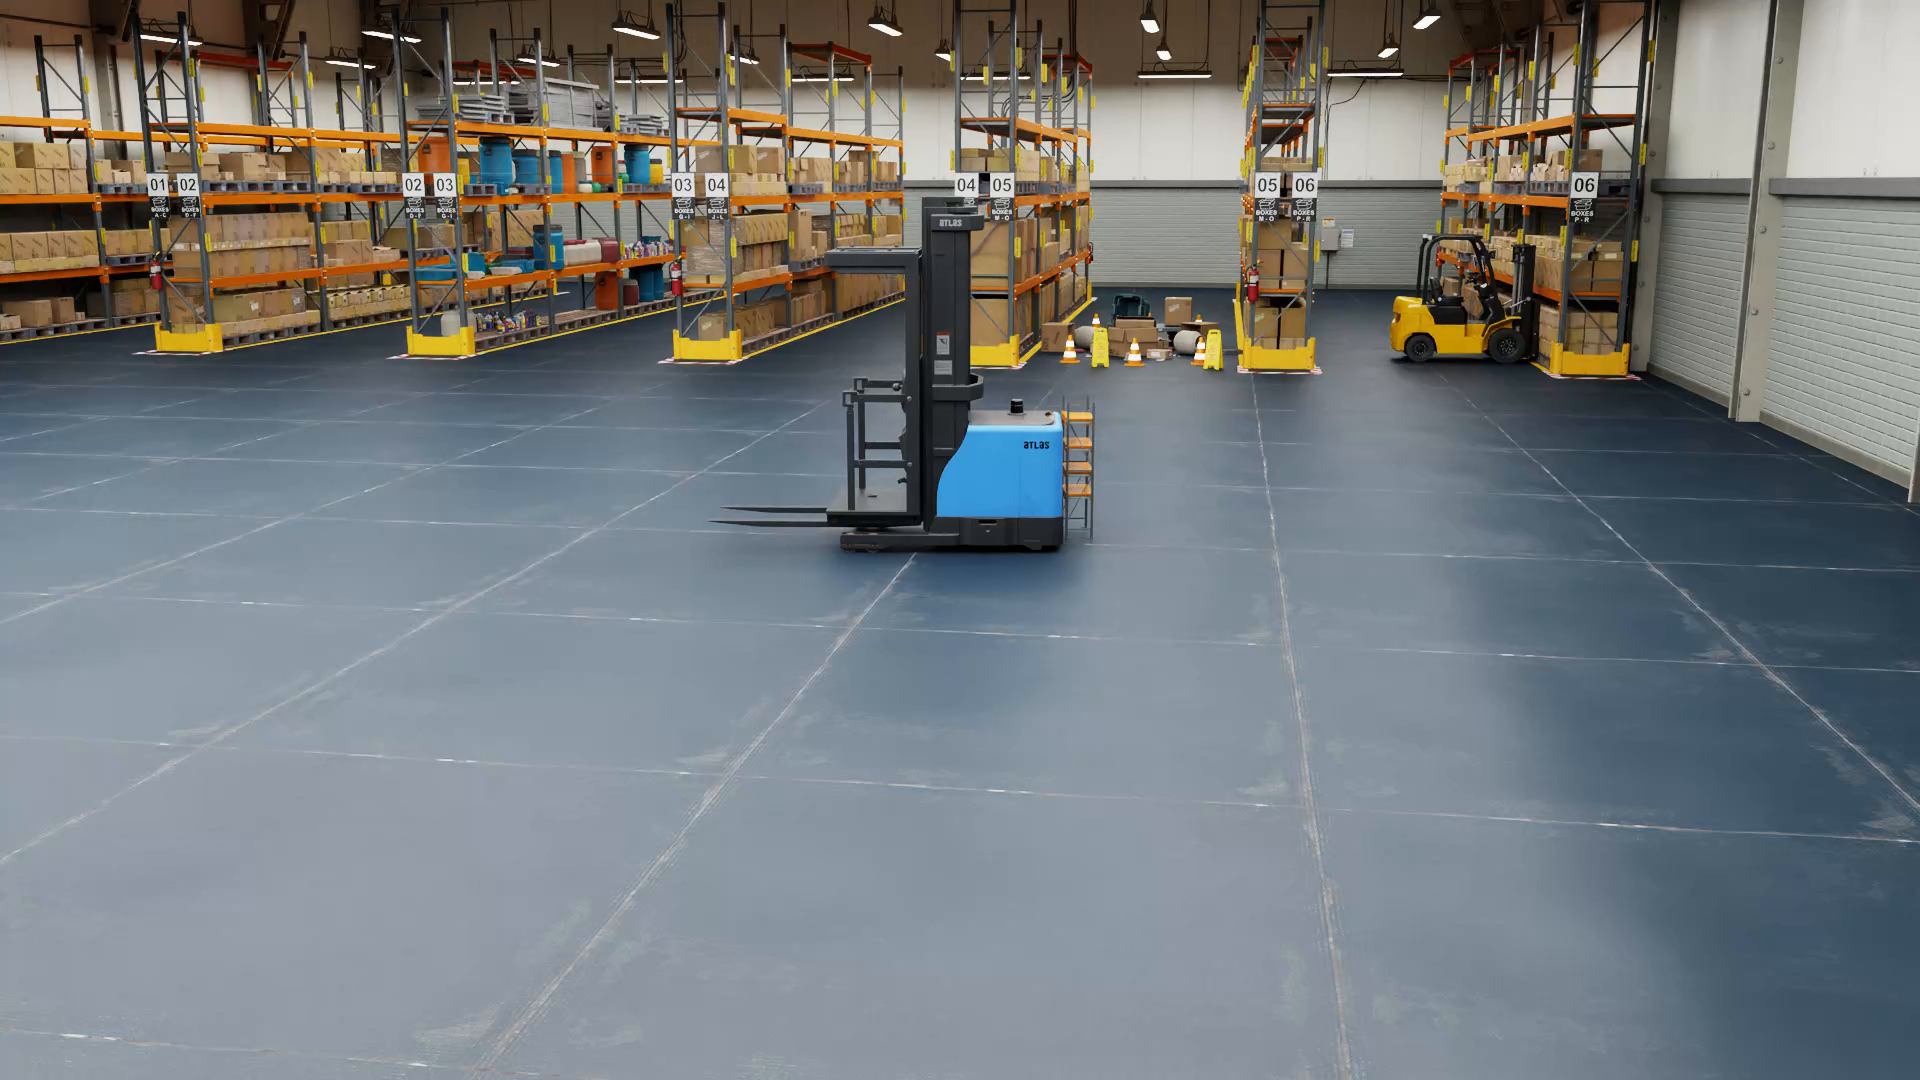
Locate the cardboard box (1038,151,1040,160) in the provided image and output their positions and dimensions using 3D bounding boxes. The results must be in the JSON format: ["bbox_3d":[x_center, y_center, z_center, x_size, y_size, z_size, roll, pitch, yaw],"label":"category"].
[{"bbox_3d":[1.292,-7.214,31.197,0.380,0.149,0.250,2,12,8],"label":"cardboard box"}]

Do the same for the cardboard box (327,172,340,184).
[{"bbox_3d":[-13.454,-7.657,35.143,0.500,0.250,0.500,1,12,3],"label":"cardboard box"}]

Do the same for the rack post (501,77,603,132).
[{"bbox_3d":[-8.529,-9.098,34.876,1.013,1.000,3.121,2,12,9],"label":"rack post"}]

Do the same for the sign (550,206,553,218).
[{"bbox_3d":[-11.249,-9.013,45.696,0.100,0.325,0.005,2,12,9],"label":"sign"}]

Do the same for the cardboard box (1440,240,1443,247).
[{"bbox_3d":[12.354,-7.498,41.815,0.500,0.250,0.500,2,12,9],"label":"cardboard box"}]

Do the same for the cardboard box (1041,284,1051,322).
[{"bbox_3d":[1.335,-4.945,34.663,1.050,0.750,0.750,2,12,10],"label":"cardboard box"}]

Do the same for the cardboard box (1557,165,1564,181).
[{"bbox_3d":[10.096,-6.071,27.508,0.396,0.266,0.258,2,12,9],"label":"cardboard box"}]

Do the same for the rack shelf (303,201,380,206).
[{"bbox_3d":[-16.998,-9.173,44.523,1.077,0.370,4.000,2,12,9],"label":"rack shelf"}]

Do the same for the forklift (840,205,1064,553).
[{"bbox_3d":[-0.083,-1.402,14.194,1.939,2.867,1.129,0,12,2],"label":"forklift"}]

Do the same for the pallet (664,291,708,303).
[{"bbox_3d":[-7.256,-6.366,43.534,1.003,0.211,1.213,2,12,9],"label":"pallet"}]

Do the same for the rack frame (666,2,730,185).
[{"bbox_3d":[-4.468,-7.595,28.374,1.000,3.000,0.127,2,12,9],"label":"rack frame"}]

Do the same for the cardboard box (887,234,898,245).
[{"bbox_3d":[-1.898,-7.850,43.448,0.500,0.250,0.500,2,12,8],"label":"cardboard box"}]

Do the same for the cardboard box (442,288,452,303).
[{"bbox_3d":[-12.516,-5.941,39.830,0.500,0.500,0.500,2,12,8],"label":"cardboard box"}]

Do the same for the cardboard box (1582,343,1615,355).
[{"bbox_3d":[10.498,-3.138,27.464,0.500,0.250,0.500,2,12,9],"label":"cardboard box"}]

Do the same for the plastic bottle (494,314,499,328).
[{"bbox_3d":[-9.184,-4.348,32.980,0.097,0.271,0.097,0,12,0],"label":"plastic bottle"}]

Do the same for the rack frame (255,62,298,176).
[{"bbox_3d":[-17.305,-10.574,42.199,1.000,3.000,0.127,2,12,9],"label":"rack frame"}]

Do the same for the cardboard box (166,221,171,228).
[{"bbox_3d":[-17.979,-7.250,38.192,0.380,0.149,0.250,0,12,-1],"label":"cardboard box"}]

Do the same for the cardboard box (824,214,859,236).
[{"bbox_3d":[-2.829,-7.424,39.202,0.797,0.503,0.637,2,12,9],"label":"cardboard box"}]

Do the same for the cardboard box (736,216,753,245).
[{"bbox_3d":[-4.030,-5.555,29.831,0.500,0.500,0.500,2,12,9],"label":"cardboard box"}]

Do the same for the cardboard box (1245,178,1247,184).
[{"bbox_3d":[6.519,-7.939,35.858,0.700,0.500,0.500,1,12,6],"label":"cardboard box"}]

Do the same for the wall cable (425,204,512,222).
[{"bbox_3d":[-15.467,-11.055,51.800,3.097,2.526,0.112,2,12,9],"label":"wall cable"}]

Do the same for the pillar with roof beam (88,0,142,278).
[{"bbox_3d":[-14.721,-9.359,36.563,9.100,9.000,0.548,2,12,9],"label":"pillar with roof beam"}]

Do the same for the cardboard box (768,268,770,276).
[{"bbox_3d":[-3.838,-5.112,31.692,0.380,0.149,0.250,2,12,9],"label":"cardboard box"}]

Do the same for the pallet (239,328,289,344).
[{"bbox_3d":[-13.989,-4.035,32.713,1.003,0.211,1.213,2,12,9],"label":"pallet"}]

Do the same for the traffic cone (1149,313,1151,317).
[{"bbox_3d":[3.804,-4.330,33.486,0.336,0.463,0.334,2,12,9],"label":"traffic cone"}]

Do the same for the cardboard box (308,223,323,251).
[{"bbox_3d":[-17.206,-7.901,43.321,0.980,0.700,0.700,2,12,10],"label":"cardboard box"}]

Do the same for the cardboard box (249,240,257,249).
[{"bbox_3d":[-13.786,-5.693,32.011,0.380,0.149,0.250,2,12,8],"label":"cardboard box"}]

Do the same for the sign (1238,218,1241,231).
[{"bbox_3d":[7.238,-8.153,42.961,0.100,0.325,0.005,2,12,9],"label":"sign"}]

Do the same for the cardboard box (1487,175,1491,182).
[{"bbox_3d":[11.397,-7.676,35.281,0.380,0.149,0.250,2,12,9],"label":"cardboard box"}]

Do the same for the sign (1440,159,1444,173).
[{"bbox_3d":[12.154,-9.423,41.902,0.100,0.325,0.005,2,12,9],"label":"sign"}]

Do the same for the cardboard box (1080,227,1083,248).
[{"bbox_3d":[2.771,-7.474,41.113,0.500,0.500,0.500,2,12,7],"label":"cardboard box"}]

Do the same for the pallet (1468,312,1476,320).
[{"bbox_3d":[11.802,-4.890,36.685,1.003,0.211,1.213,2,12,9],"label":"pallet"}]

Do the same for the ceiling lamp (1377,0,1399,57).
[{"bbox_3d":[9.775,-12.362,36.638,0.800,3.185,2.000,2,12,9],"label":"ceiling lamp"}]

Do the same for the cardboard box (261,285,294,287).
[{"bbox_3d":[-14.021,-4.958,34.128,0.500,0.500,0.500,2,12,9],"label":"cardboard box"}]

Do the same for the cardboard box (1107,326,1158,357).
[{"bbox_3d":[3.093,-3.568,29.856,0.797,0.503,0.637,-7,14,-30],"label":"cardboard box"}]

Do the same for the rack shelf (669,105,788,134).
[{"bbox_3d":[-4.160,-7.658,30.382,1.077,0.370,4.000,2,12,9],"label":"rack shelf"}]

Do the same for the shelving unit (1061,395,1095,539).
[{"bbox_3d":[1.034,-0.649,14.659,0.258,1.200,0.503,0,12,-1],"label":"shelving unit"}]

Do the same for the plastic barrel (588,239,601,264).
[{"bbox_3d":[-8.078,-6.321,36.441,0.421,0.512,0.421,0,12,0],"label":"plastic barrel"}]

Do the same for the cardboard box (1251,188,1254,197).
[{"bbox_3d":[5.295,-6.089,29.104,0.380,0.149,0.250,2,12,8],"label":"cardboard box"}]

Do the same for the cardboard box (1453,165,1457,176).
[{"bbox_3d":[12.145,-8.893,39.984,0.500,0.250,0.500,2,12,10],"label":"cardboard box"}]

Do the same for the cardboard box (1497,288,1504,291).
[{"bbox_3d":[11.286,-5.258,35.167,0.380,0.149,0.250,1,12,6],"label":"cardboard box"}]

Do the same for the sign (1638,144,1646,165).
[{"bbox_3d":[10.777,-6.094,26.268,0.100,0.325,0.005,2,12,9],"label":"sign"}]

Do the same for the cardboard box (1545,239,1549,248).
[{"bbox_3d":[10.174,-5.043,28.289,0.380,0.149,0.250,2,12,10],"label":"cardboard box"}]

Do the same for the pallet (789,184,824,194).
[{"bbox_3d":[-3.496,-7.210,34.156,1.213,0.211,1.003,2,12,9],"label":"pallet"}]

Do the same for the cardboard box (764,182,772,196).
[{"bbox_3d":[-3.828,-6.570,31.094,0.500,0.250,0.500,2,12,8],"label":"cardboard box"}]

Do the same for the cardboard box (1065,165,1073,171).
[{"bbox_3d":[2.547,-8.863,39.604,0.380,0.149,0.250,2,12,8],"label":"cardboard box"}]

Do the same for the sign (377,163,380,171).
[{"bbox_3d":[-16.156,-10.314,46.199,0.100,0.325,0.005,2,12,9],"label":"sign"}]

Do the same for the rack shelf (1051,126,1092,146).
[{"bbox_3d":[2.571,-9.974,41.130,1.077,0.370,4.000,2,12,9],"label":"rack shelf"}]

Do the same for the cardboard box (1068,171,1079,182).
[{"bbox_3d":[2.574,-8.708,39.830,0.500,0.250,0.500,2,12,11],"label":"cardboard box"}]

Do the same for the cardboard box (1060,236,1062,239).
[{"bbox_3d":[2.073,-6.827,37.241,0.380,0.149,0.250,2,12,11],"label":"cardboard box"}]
